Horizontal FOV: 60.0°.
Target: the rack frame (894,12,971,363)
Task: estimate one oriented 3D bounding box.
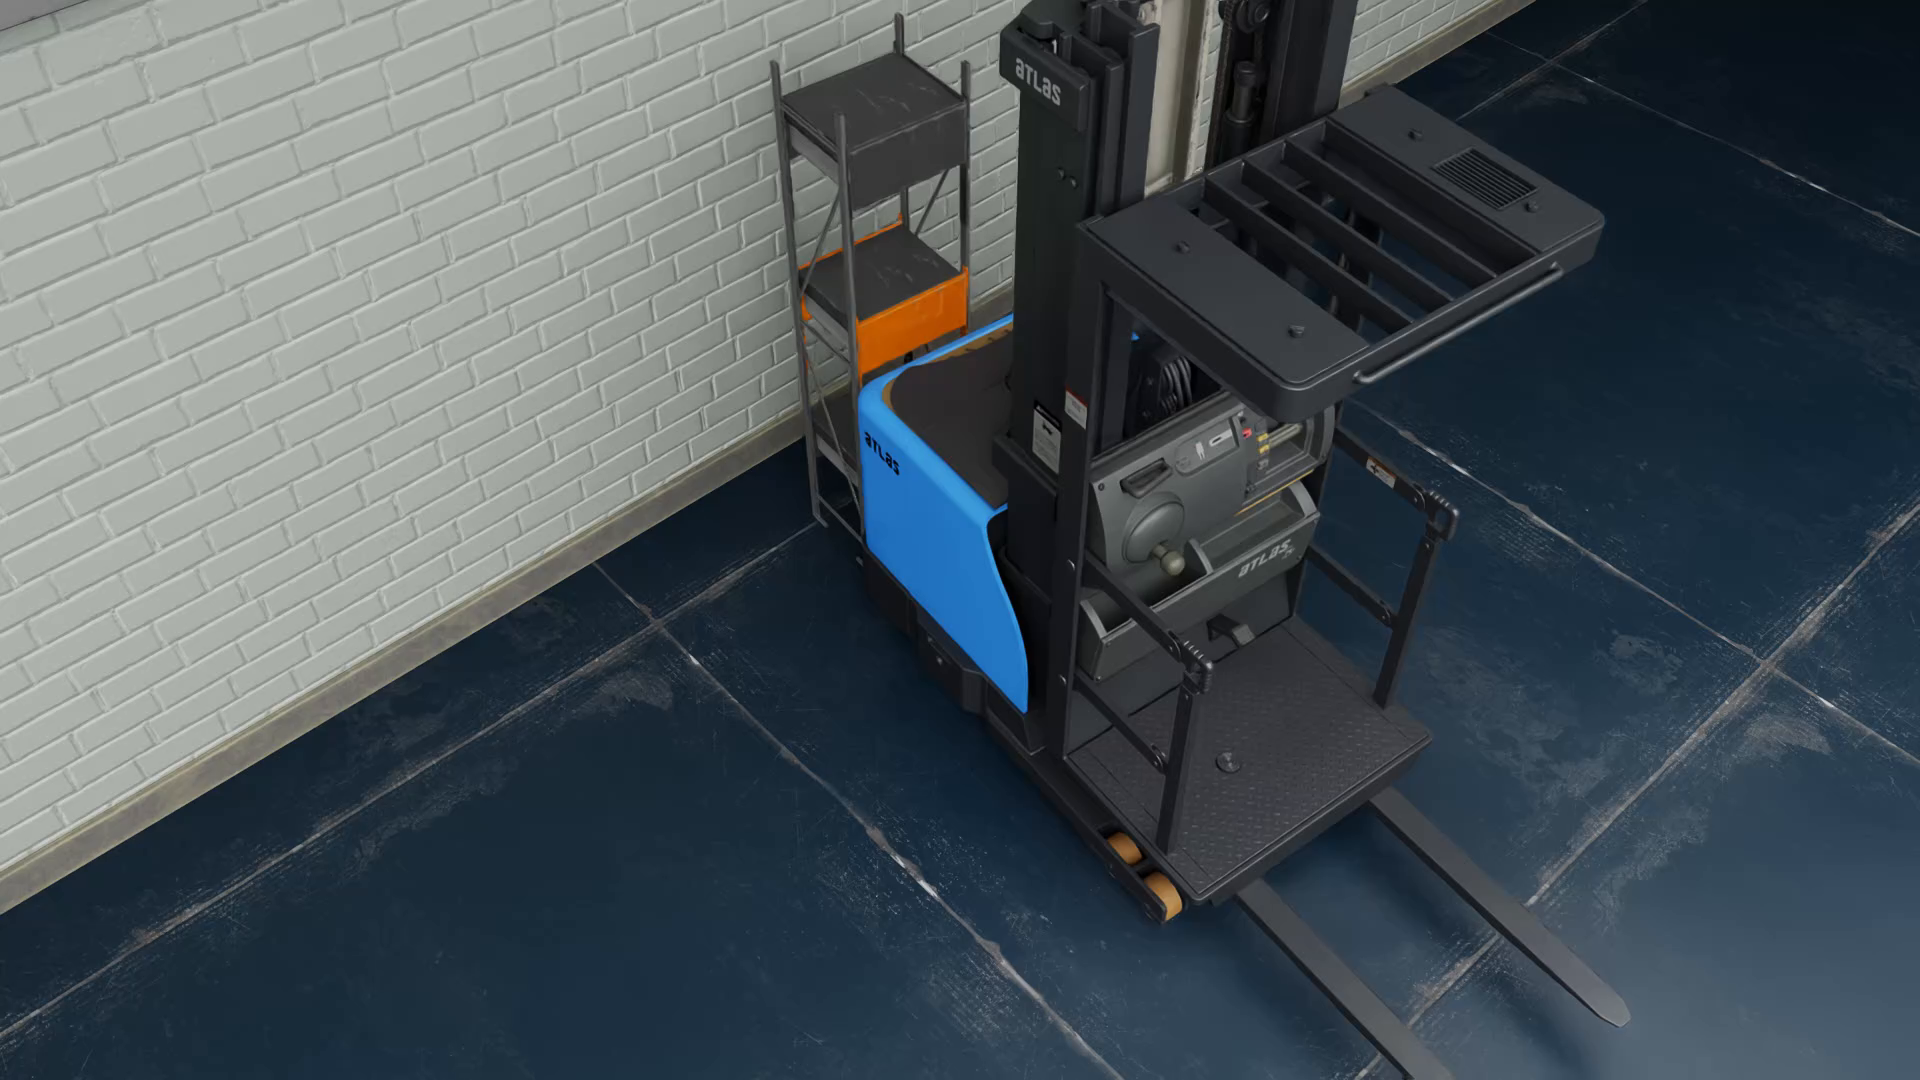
[{"bbox_3d":[-0.091,-0.918,6.168,0.015,2.100,0.400,-29,54,-24],"label":"rack frame"}]

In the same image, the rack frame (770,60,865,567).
[{"bbox_3d":[-0.481,-0.702,5.969,0.015,2.100,0.400,-29,54,-24],"label":"rack frame"}]

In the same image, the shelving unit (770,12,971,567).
[{"bbox_3d":[-0.286,-0.810,6.068,0.503,2.100,0.431,-29,54,-24],"label":"shelving unit"}]

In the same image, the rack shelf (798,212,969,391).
[{"bbox_3d":[-0.286,-0.800,6.078,0.480,0.518,0.431,-29,54,-24],"label":"rack shelf"}]

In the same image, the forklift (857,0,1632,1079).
[{"bbox_3d":[0.900,-0.132,4.877,1.130,2.935,3.031,-28,53,-24],"label":"forklift"}]

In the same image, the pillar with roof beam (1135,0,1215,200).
[{"bbox_3d":[3.723,-2.043,2.512,0.400,9.000,9.100,-34,56,-27],"label":"pillar with roof beam"}]

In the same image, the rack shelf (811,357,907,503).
[{"bbox_3d":[-0.286,-0.326,6.593,0.480,0.518,0.431,-29,54,-24],"label":"rack shelf"}]

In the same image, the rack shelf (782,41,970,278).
[{"bbox_3d":[-0.286,-1.275,5.564,0.480,0.518,0.431,-29,54,-24],"label":"rack shelf"}]
